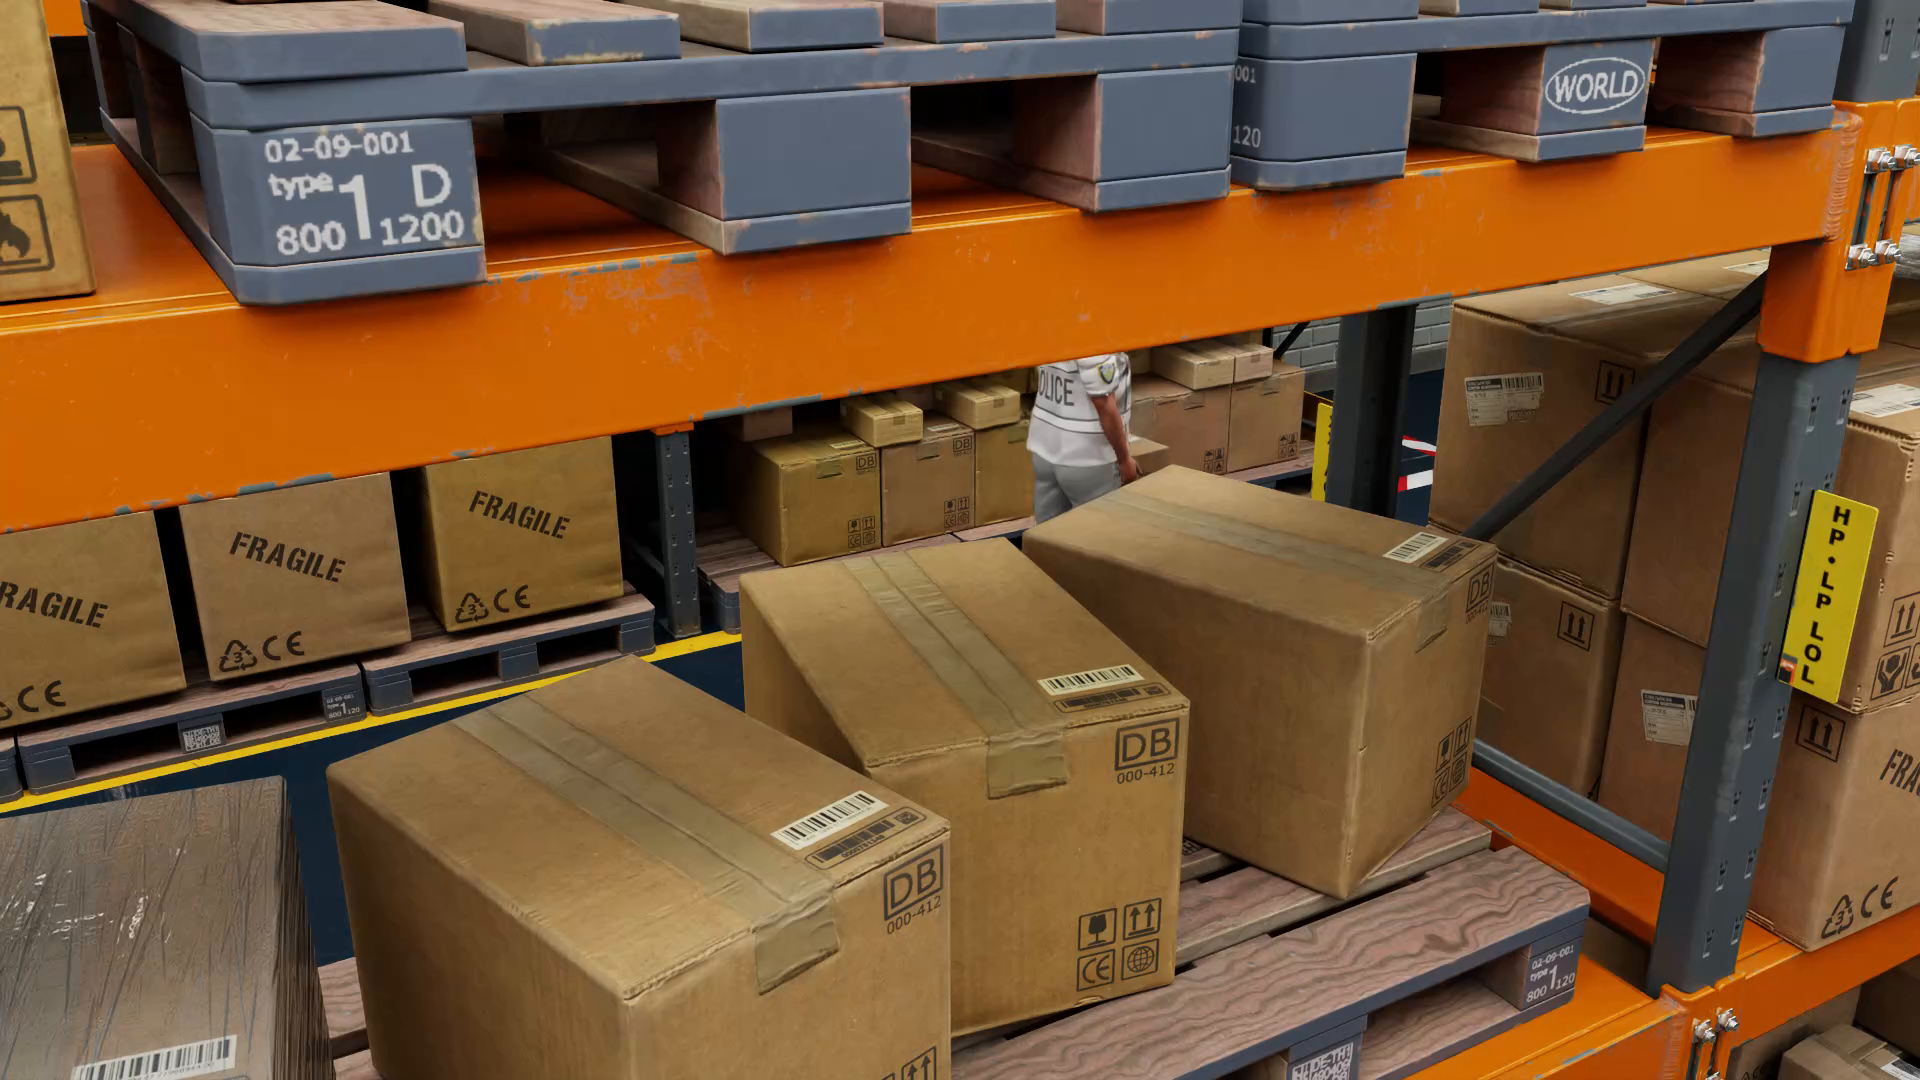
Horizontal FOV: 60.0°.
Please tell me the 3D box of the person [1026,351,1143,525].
[{"bbox_3d":[0.575,-0.390,6.989,0.634,1.777,0.536,-12,25,-29],"label":"person"}]
